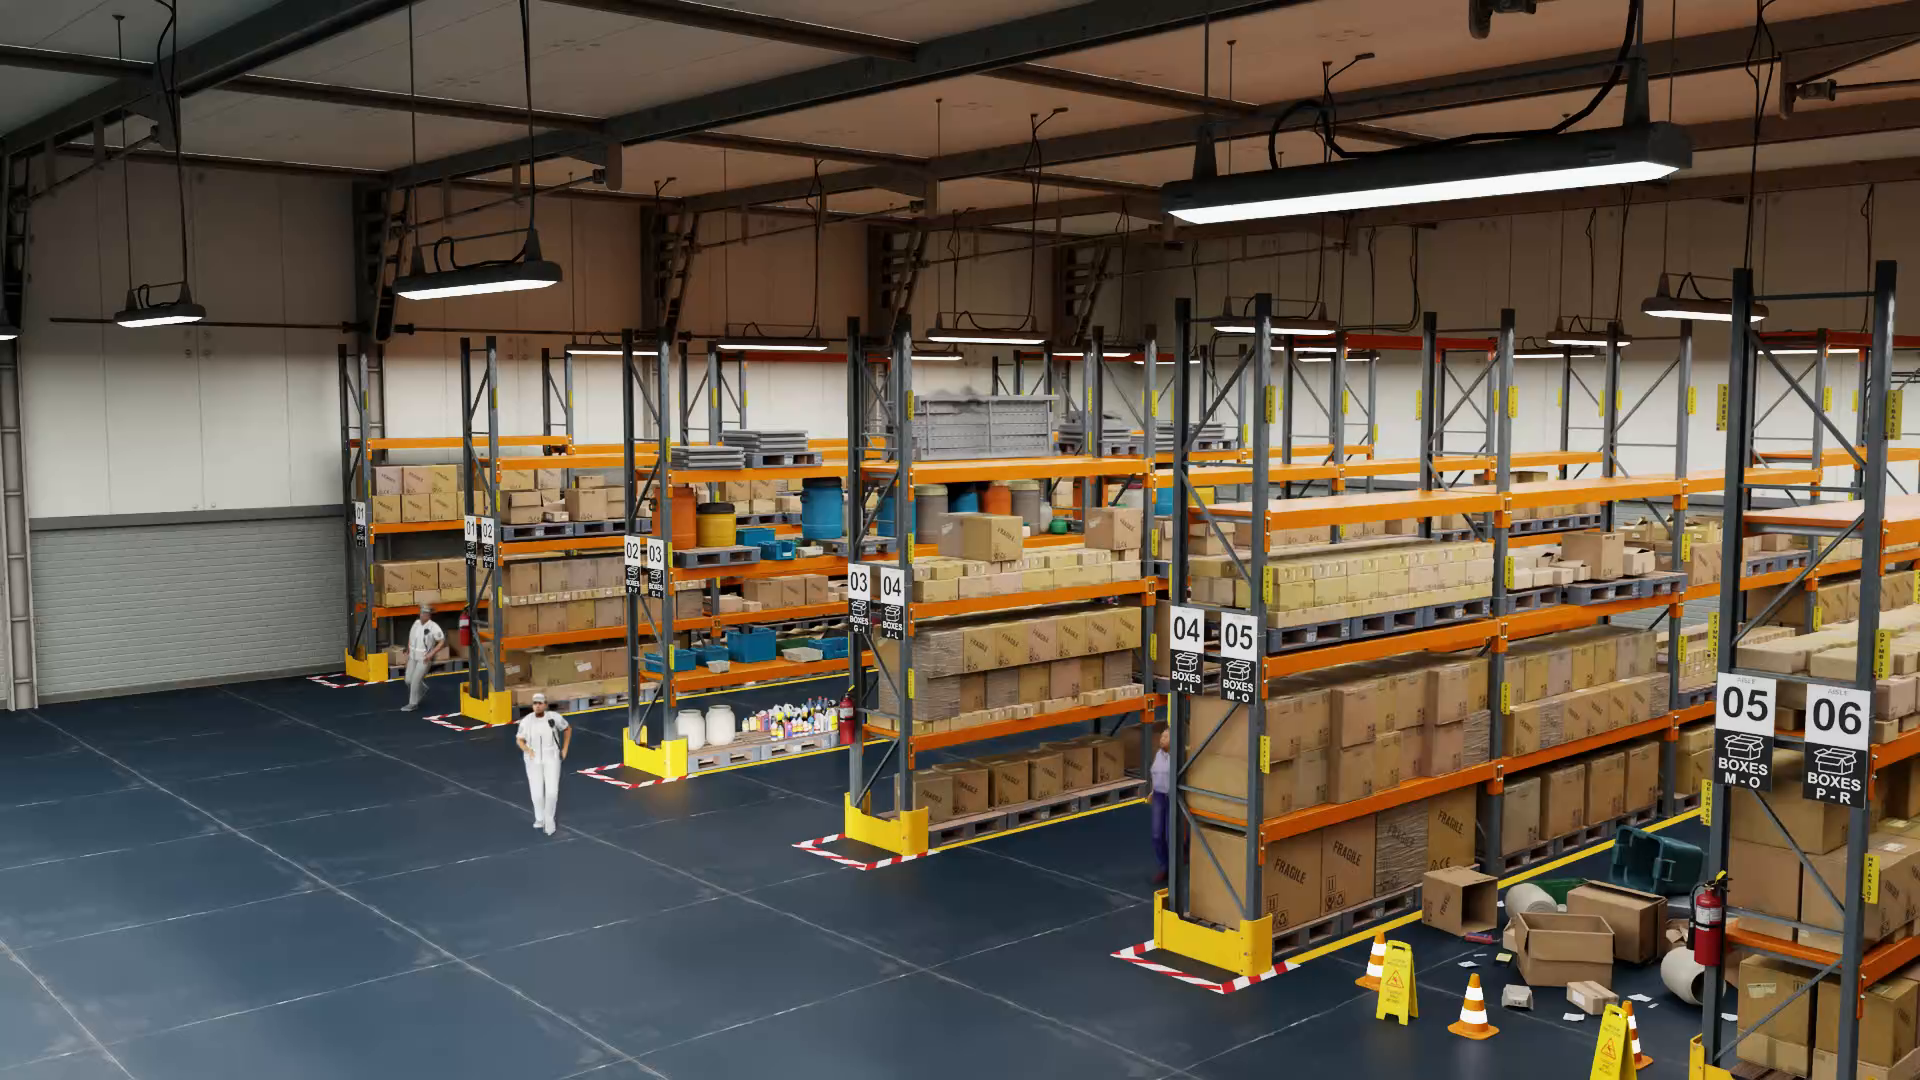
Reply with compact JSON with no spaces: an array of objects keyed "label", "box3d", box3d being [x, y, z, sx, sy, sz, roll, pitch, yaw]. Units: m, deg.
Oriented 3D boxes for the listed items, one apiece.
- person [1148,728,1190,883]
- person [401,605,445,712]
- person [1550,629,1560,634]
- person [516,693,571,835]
[{"label":"person","box3d":[2.260,2.795,17.658,0.603,1.629,0.605,5,7,41]},{"label":"person","box3d":[-8.683,1.893,26.993,0.731,1.732,0.664,2,5,20]},{"label":"person","box3d":[9.024,2.128,25.259,0.542,1.553,0.680,4,7,40]},{"label":"person","box3d":[-4.879,2.613,19.466,0.610,1.663,0.648,-1,5,-7]}]
